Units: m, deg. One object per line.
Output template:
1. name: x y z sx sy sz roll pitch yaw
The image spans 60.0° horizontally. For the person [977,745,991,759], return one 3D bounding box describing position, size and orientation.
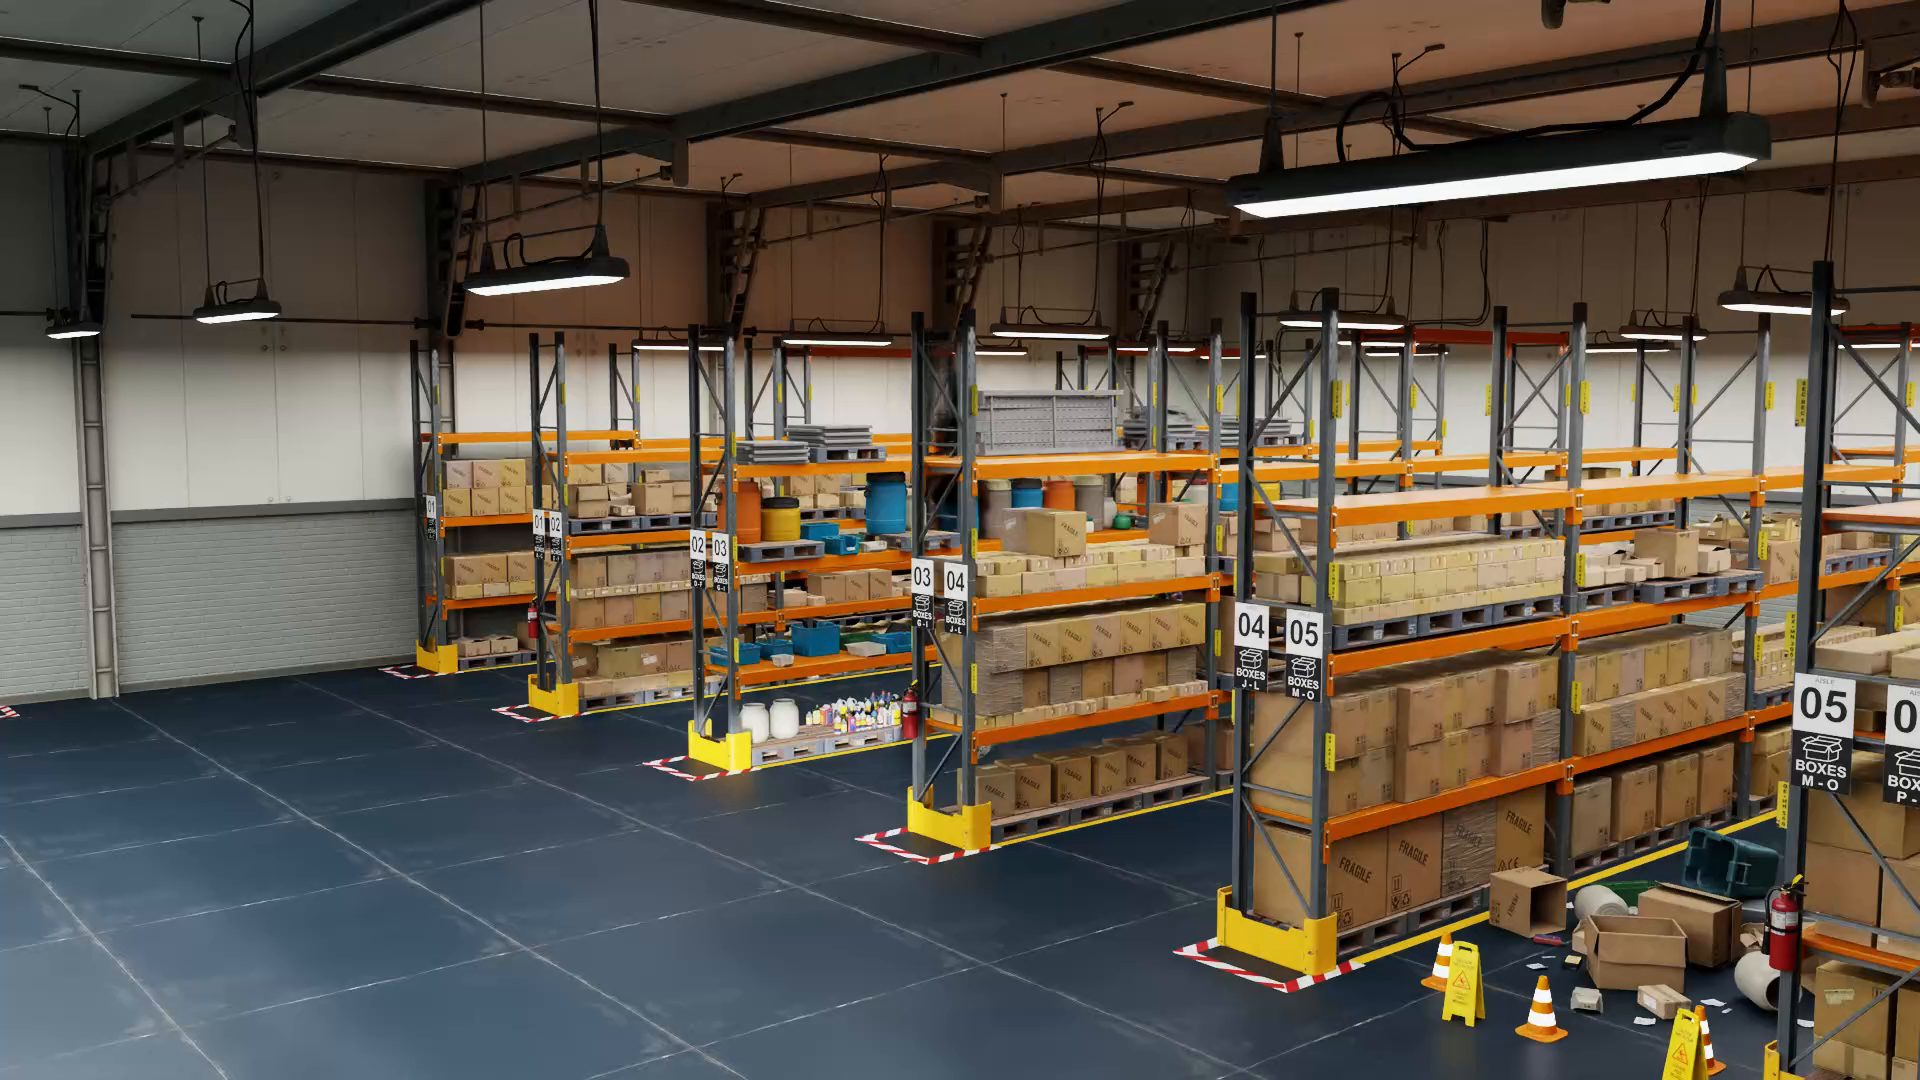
1. person: 0.192 2.043 21.729 0.529 1.671 0.605 -4 7 -40
